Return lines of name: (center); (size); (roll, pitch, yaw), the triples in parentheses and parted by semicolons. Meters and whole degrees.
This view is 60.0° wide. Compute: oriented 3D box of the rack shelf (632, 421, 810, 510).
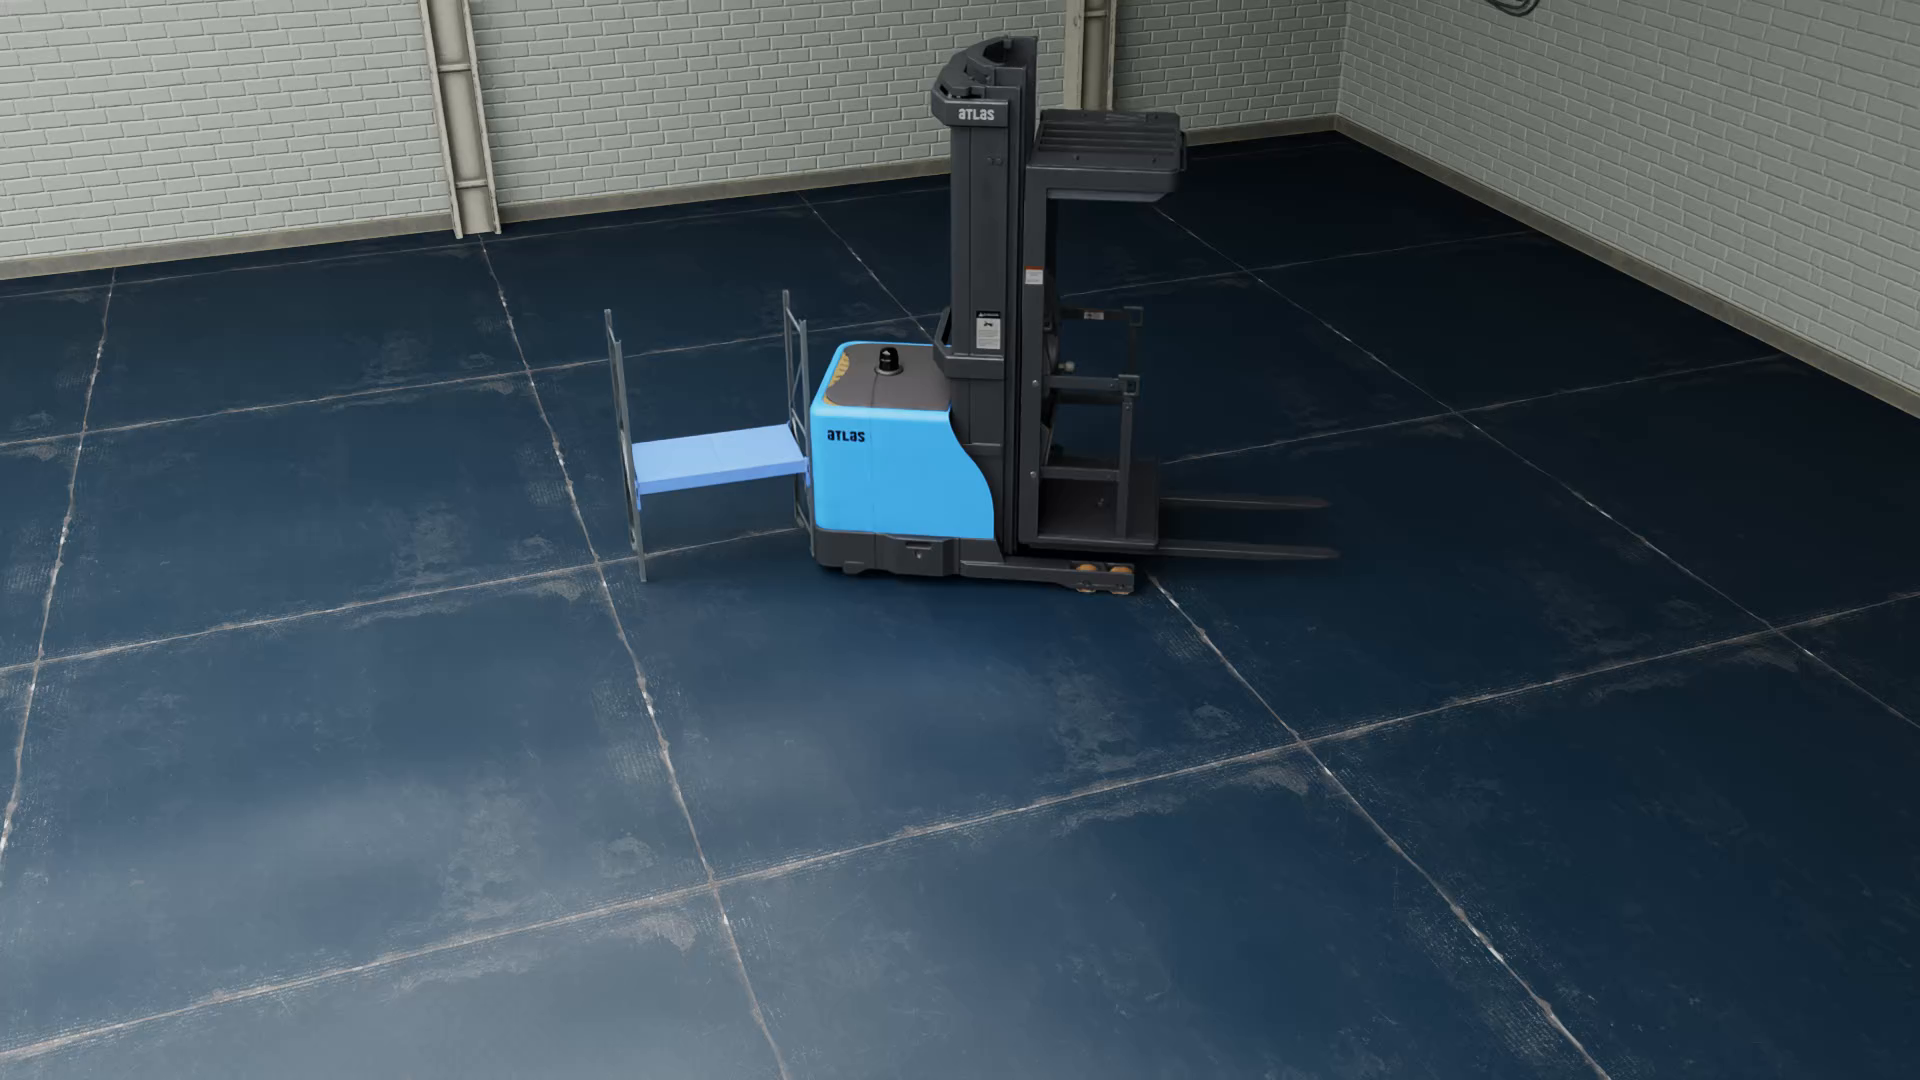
rack shelf: (-1.424, -0.443, 9.727); (1.000, 0.185, 0.538); (-9, 31, -15)

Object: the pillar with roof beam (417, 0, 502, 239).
pillar with roof beam: (-2.851, -4.703, 9.265); (0.400, 9.000, 9.100); (-10, 31, -18)

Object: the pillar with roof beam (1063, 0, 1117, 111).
pillar with roof beam: (2.772, -5.739, 11.083); (0.400, 9.000, 9.100); (-10, 31, -18)

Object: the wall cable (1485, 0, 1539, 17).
wall cable: (4.493, -6.282, 15.173); (0.112, 2.526, 3.097); (-10, 31, -18)

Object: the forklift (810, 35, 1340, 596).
forklift: (0.701, -1.233, 9.305); (3.031, 2.935, 1.130); (3, 30, 6)

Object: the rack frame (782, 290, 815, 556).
rack frame: (-0.938, -0.673, 9.767); (0.032, 1.500, 0.500); (-9, 31, -15)

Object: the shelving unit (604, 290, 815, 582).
shelving unit: (-1.424, -0.600, 9.638); (1.048, 1.500, 0.538); (-9, 31, -15)

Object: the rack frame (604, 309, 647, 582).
rack frame: (-1.910, -0.526, 9.509); (0.032, 1.500, 0.500); (-9, 31, -15)
